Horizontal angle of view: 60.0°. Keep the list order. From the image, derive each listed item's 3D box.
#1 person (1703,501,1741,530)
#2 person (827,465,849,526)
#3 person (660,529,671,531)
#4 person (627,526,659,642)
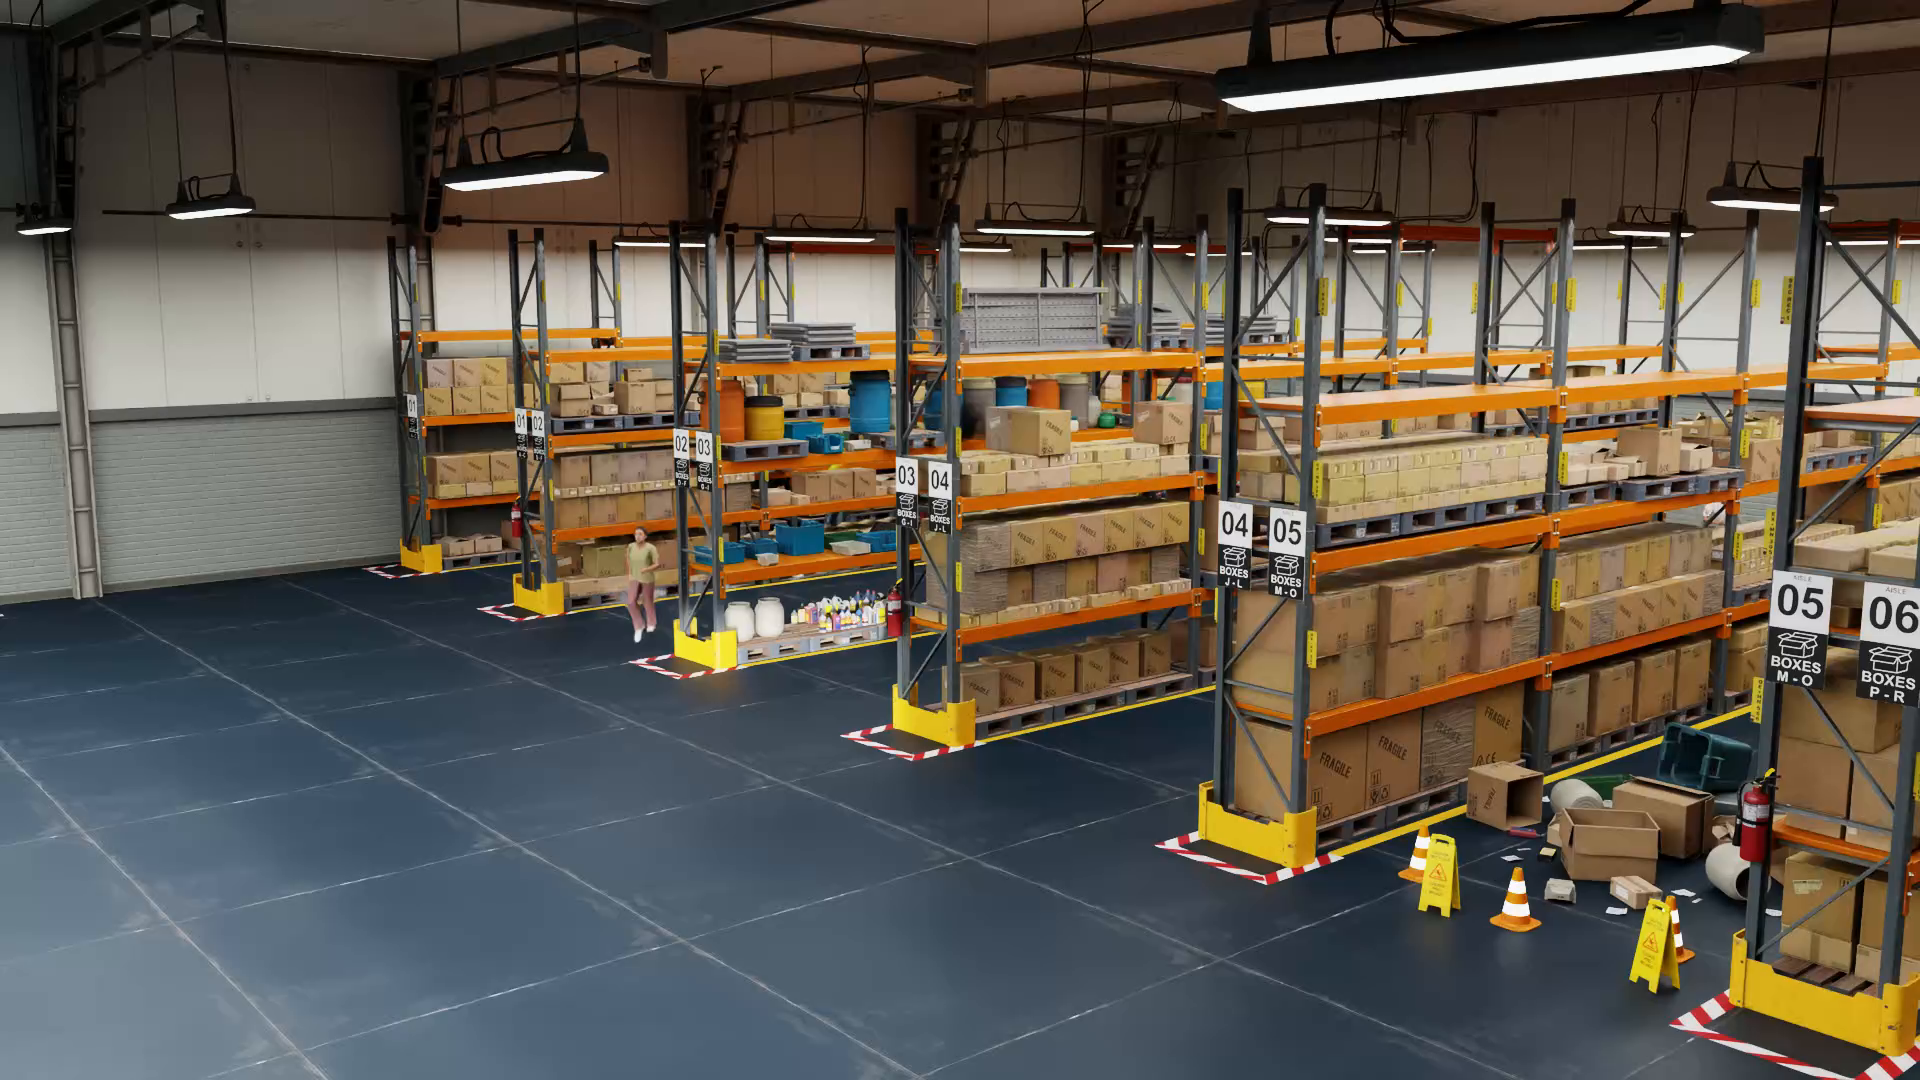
[{"bbox_3d":[13.085,-0.075,28.531,0.681,1.776,0.986,1,9,5],"label":"person"},{"bbox_3d":[-2.430,-0.691,32.784,0.700,1.681,0.711,6,11,34],"label":"person"},{"bbox_3d":[-5.245,-0.195,29.706,0.533,1.712,0.784,8,12,41],"label":"person"},{"bbox_3d":[-4.575,0.611,24.002,0.524,1.677,0.785,1,9,6],"label":"person"}]
